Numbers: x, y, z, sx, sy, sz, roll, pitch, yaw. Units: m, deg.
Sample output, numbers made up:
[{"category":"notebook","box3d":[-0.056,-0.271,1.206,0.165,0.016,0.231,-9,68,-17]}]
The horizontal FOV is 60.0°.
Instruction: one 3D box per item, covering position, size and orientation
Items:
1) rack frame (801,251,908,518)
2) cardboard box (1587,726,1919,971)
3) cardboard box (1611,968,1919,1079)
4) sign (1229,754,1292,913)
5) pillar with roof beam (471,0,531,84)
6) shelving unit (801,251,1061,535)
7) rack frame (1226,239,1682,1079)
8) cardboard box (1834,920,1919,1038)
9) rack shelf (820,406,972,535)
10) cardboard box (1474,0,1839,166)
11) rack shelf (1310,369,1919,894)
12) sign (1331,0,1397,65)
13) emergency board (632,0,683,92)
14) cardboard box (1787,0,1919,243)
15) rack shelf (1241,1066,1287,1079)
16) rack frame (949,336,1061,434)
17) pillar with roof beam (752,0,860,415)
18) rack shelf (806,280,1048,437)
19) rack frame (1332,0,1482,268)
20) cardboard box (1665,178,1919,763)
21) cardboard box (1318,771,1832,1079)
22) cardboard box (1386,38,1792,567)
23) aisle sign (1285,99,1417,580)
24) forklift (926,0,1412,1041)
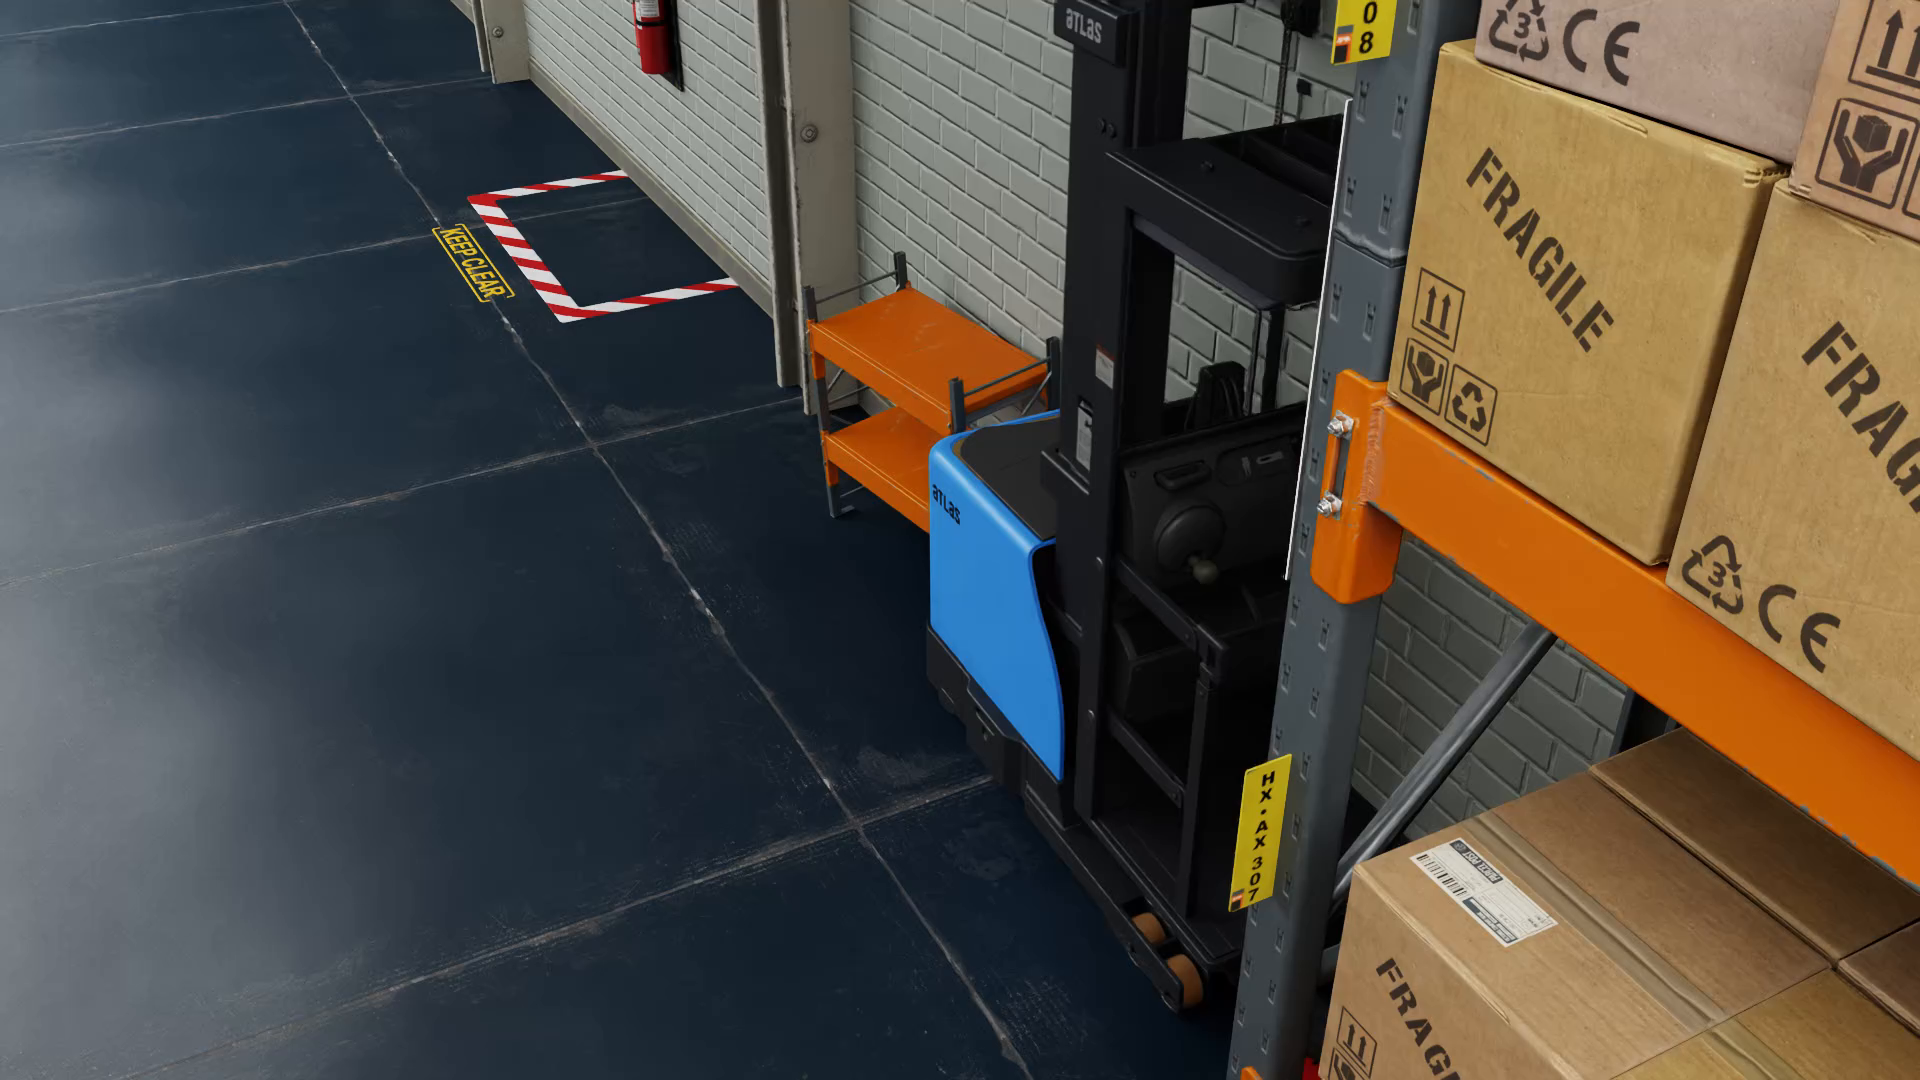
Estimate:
[{"category":"rack frame","box3d":[-0.404,-0.657,7.198,0.500,1.125,0.032,-26,41,-27]},{"category":"cardboard box","box3d":[1.408,0.647,2.884,0.500,0.500,0.500,-16,36,-24]},{"category":"cardboard box","box3d":[1.178,1.018,2.306,0.500,0.500,0.500,-16,36,-23]},{"category":"sign","box3d":[0.520,0.509,2.872,0.100,0.325,0.005,-16,36,-23]},{"category":"pillar with roof beam","box3d":[-7.312,-6.317,8.767,9.100,9.000,0.400,-16,36,-23]},{"category":"shelving unit","box3d":[-0.101,-0.436,6.855,0.538,1.125,1.048,-26,41,-27]},{"category":"rack frame","box3d":[1.000,0.737,3.319,1.000,3.000,0.127,-16,36,-23]},{"category":"cardboard box","box3d":[1.634,0.890,2.505,0.500,0.500,0.500,-15,36,-22]},{"category":"rack shelf","box3d":[-0.086,-0.237,6.996,0.538,0.278,1.000,-26,41,-27]},{"category":"cardboard box","box3d":[0.965,-0.753,1.826,0.500,0.500,0.500,-19,37,-26]},{"category":"rack shelf","box3d":[1.932,0.731,1.214,1.077,0.370,4.000,-16,36,-23]},{"category":"sign","box3d":[0.520,-0.758,2.061,0.100,0.325,0.005,-16,36,-23]},{"category":"emergency board","box3d":[-1.824,-3.199,9.462,0.194,1.169,0.643,-16,36,-23]},{"category":"cardboard box","box3d":[1.154,-0.501,1.432,0.500,0.500,0.500,-16,36,-24]},{"category":"rack shelf","box3d":[1.932,1.994,2.023,1.077,0.370,4.000,-16,36,-23]},{"category":"rack frame","box3d":[0.202,-0.215,6.511,0.500,1.125,0.032,-26,41,-27]},{"category":"pillar with roof beam","box3d":[-4.514,-3.453,4.298,9.100,9.000,0.400,-16,36,-23]},{"category":"rack shelf","box3d":[-0.119,-0.675,6.686,0.538,0.278,1.000,-26,41,-27]},{"category":"rack frame","box3d":[1.000,-1.789,1.701,1.000,3.000,0.127,-16,36,-23]},{"category":"cardboard box","box3d":[1.154,-0.089,1.716,0.500,0.500,0.500,-13,35,-20]},{"category":"cardboard box","box3d":[0.957,0.779,2.678,0.500,0.500,0.500,-16,36,-23]},{"category":"cardboard box","box3d":[0.935,-0.354,2.130,0.500,0.500,0.500,-15,36,-22]},{"category":"aisle sign","box3d":[0.701,-0.317,2.554,0.394,0.787,0.004,-16,36,-23]},{"category":"forklift","box3d":[0.984,-0.087,4.669,1.130,2.935,3.031,-15,36,-22]}]
